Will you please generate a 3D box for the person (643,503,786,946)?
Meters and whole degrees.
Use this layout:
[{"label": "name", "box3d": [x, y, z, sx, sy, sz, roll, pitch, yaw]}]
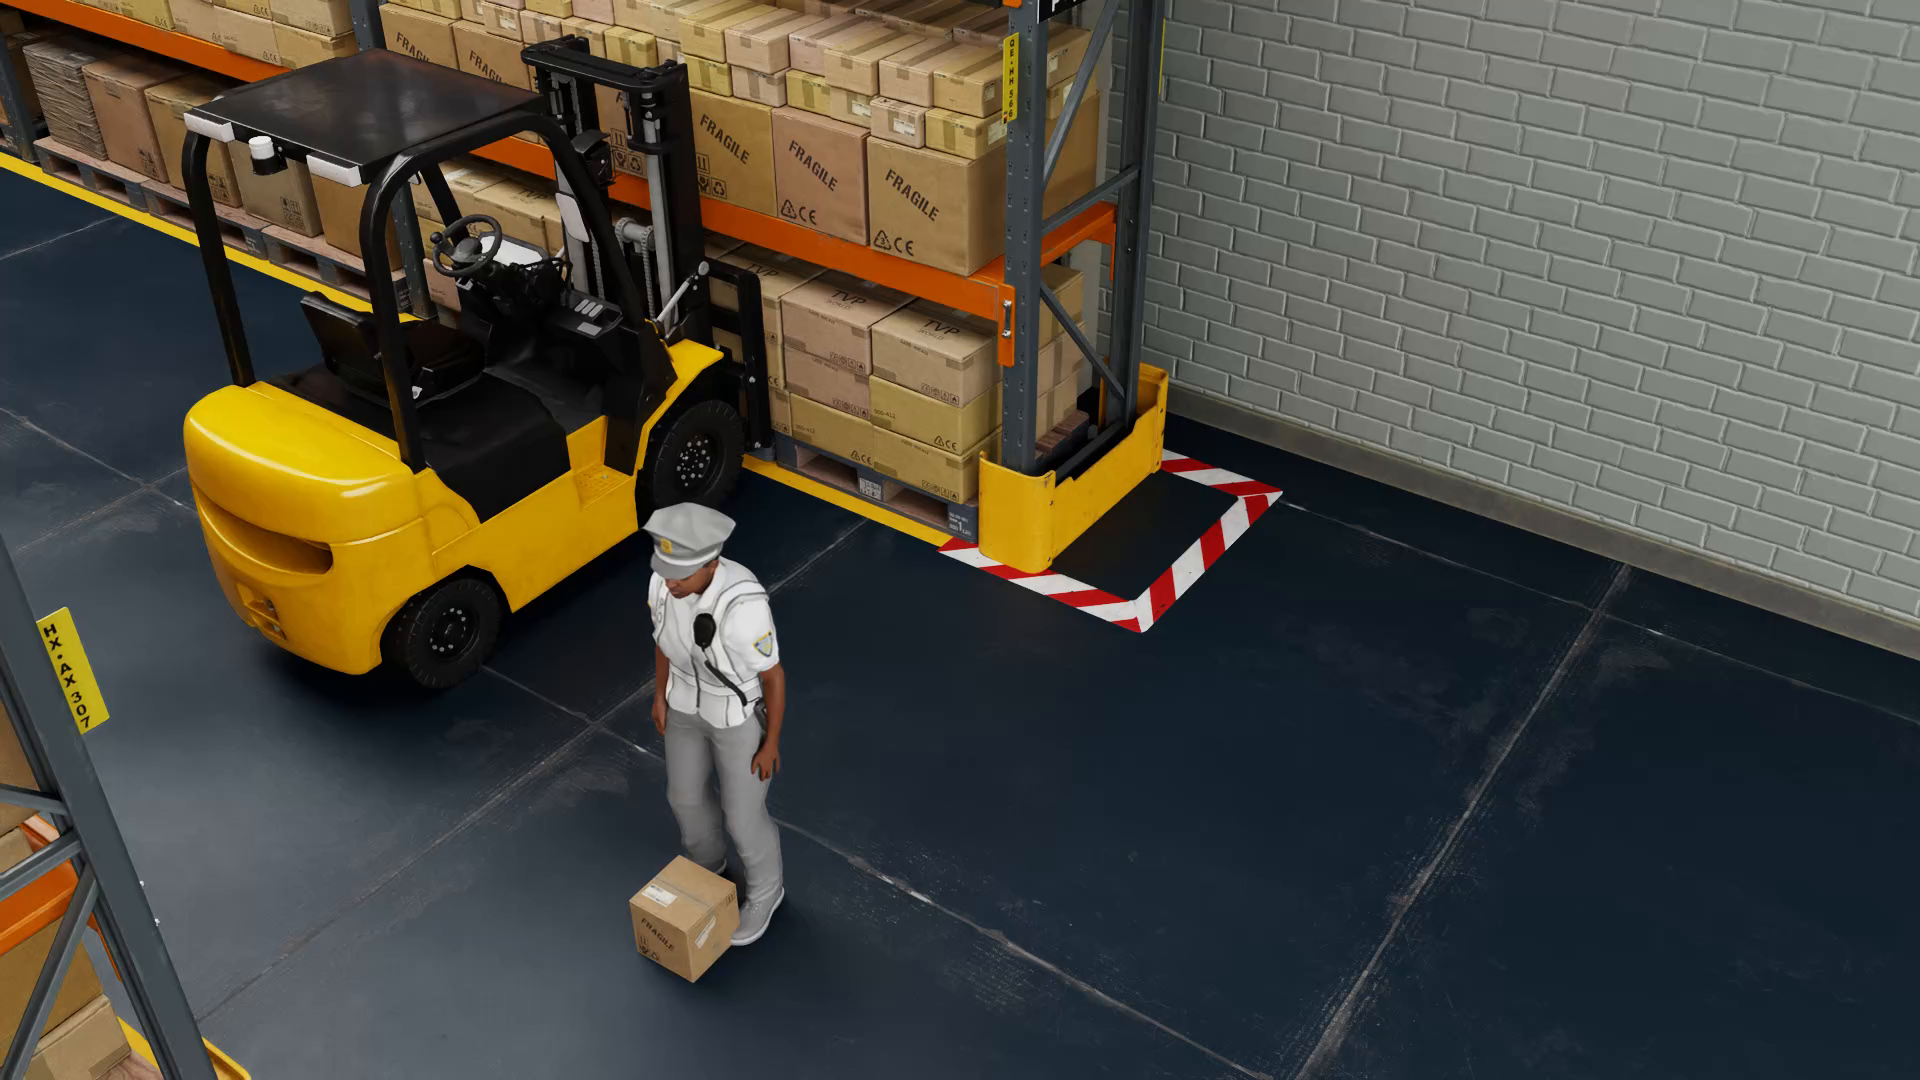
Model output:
[{"label": "person", "box3d": [-0.787, 0.572, 5.322, 0.522, 1.658, 0.395, 19, 39, 25]}]
